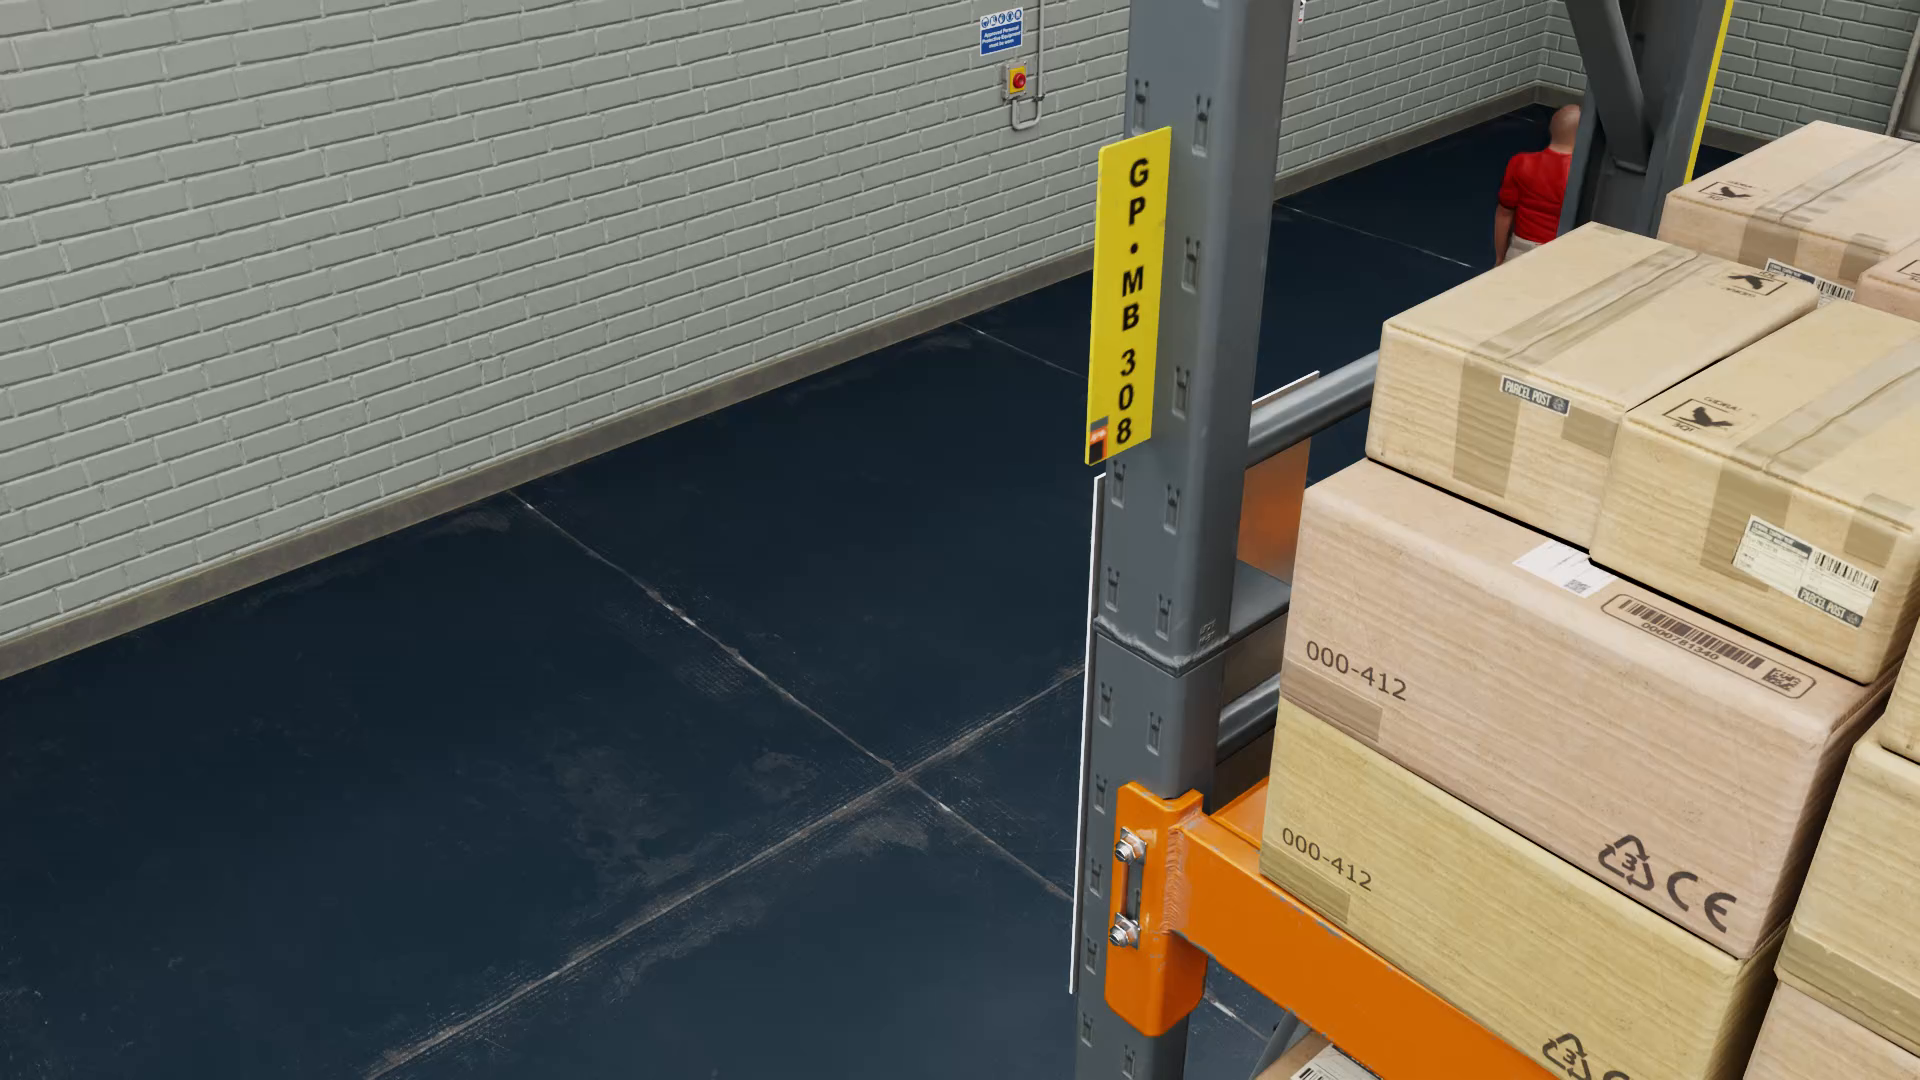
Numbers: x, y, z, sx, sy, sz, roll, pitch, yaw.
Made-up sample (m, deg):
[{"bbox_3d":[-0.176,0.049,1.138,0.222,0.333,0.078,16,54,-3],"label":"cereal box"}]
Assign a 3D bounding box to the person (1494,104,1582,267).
[{"bbox_3d":[2.885,-1.342,8.318,0.533,1.698,0.800,24,39,34],"label":"person"}]
